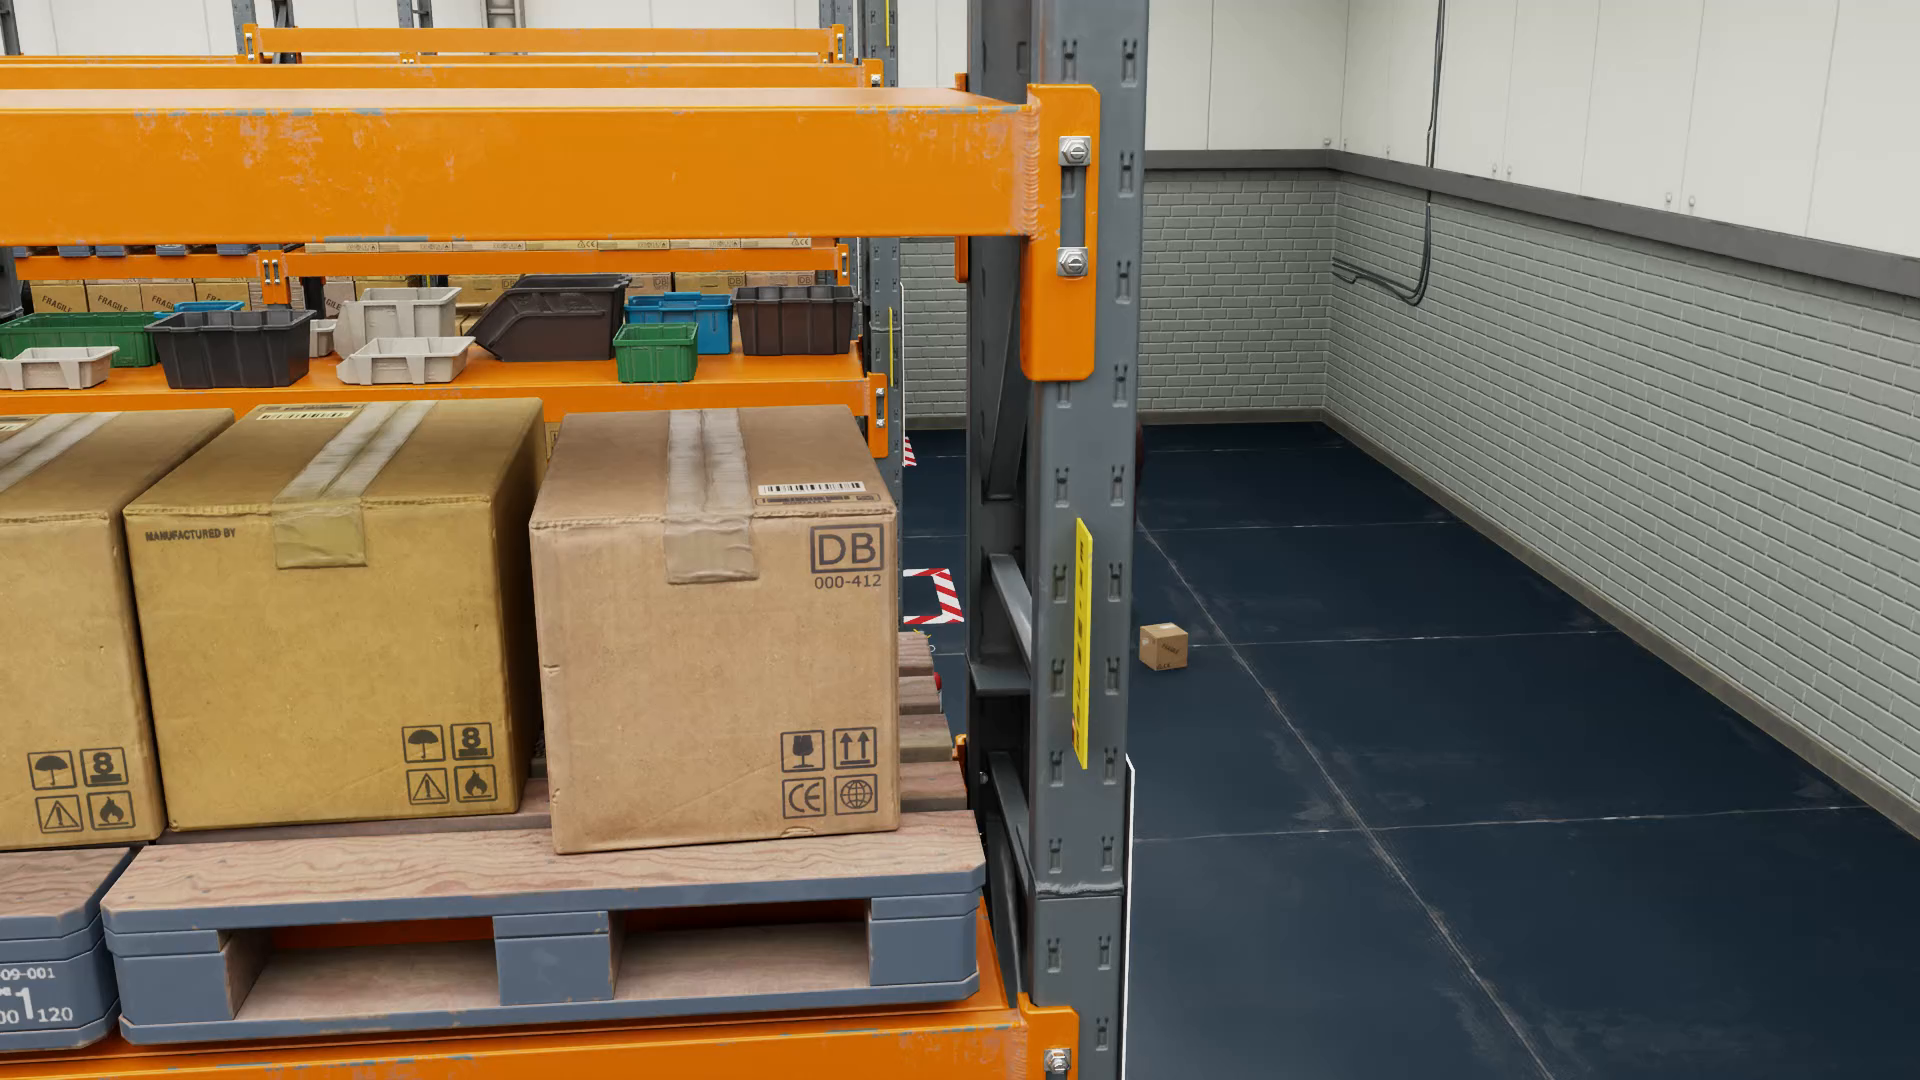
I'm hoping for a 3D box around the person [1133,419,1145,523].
[{"bbox_3d":[1.132,-0.379,12.810,0.573,1.769,0.979,1,17,5],"label":"person"}]
